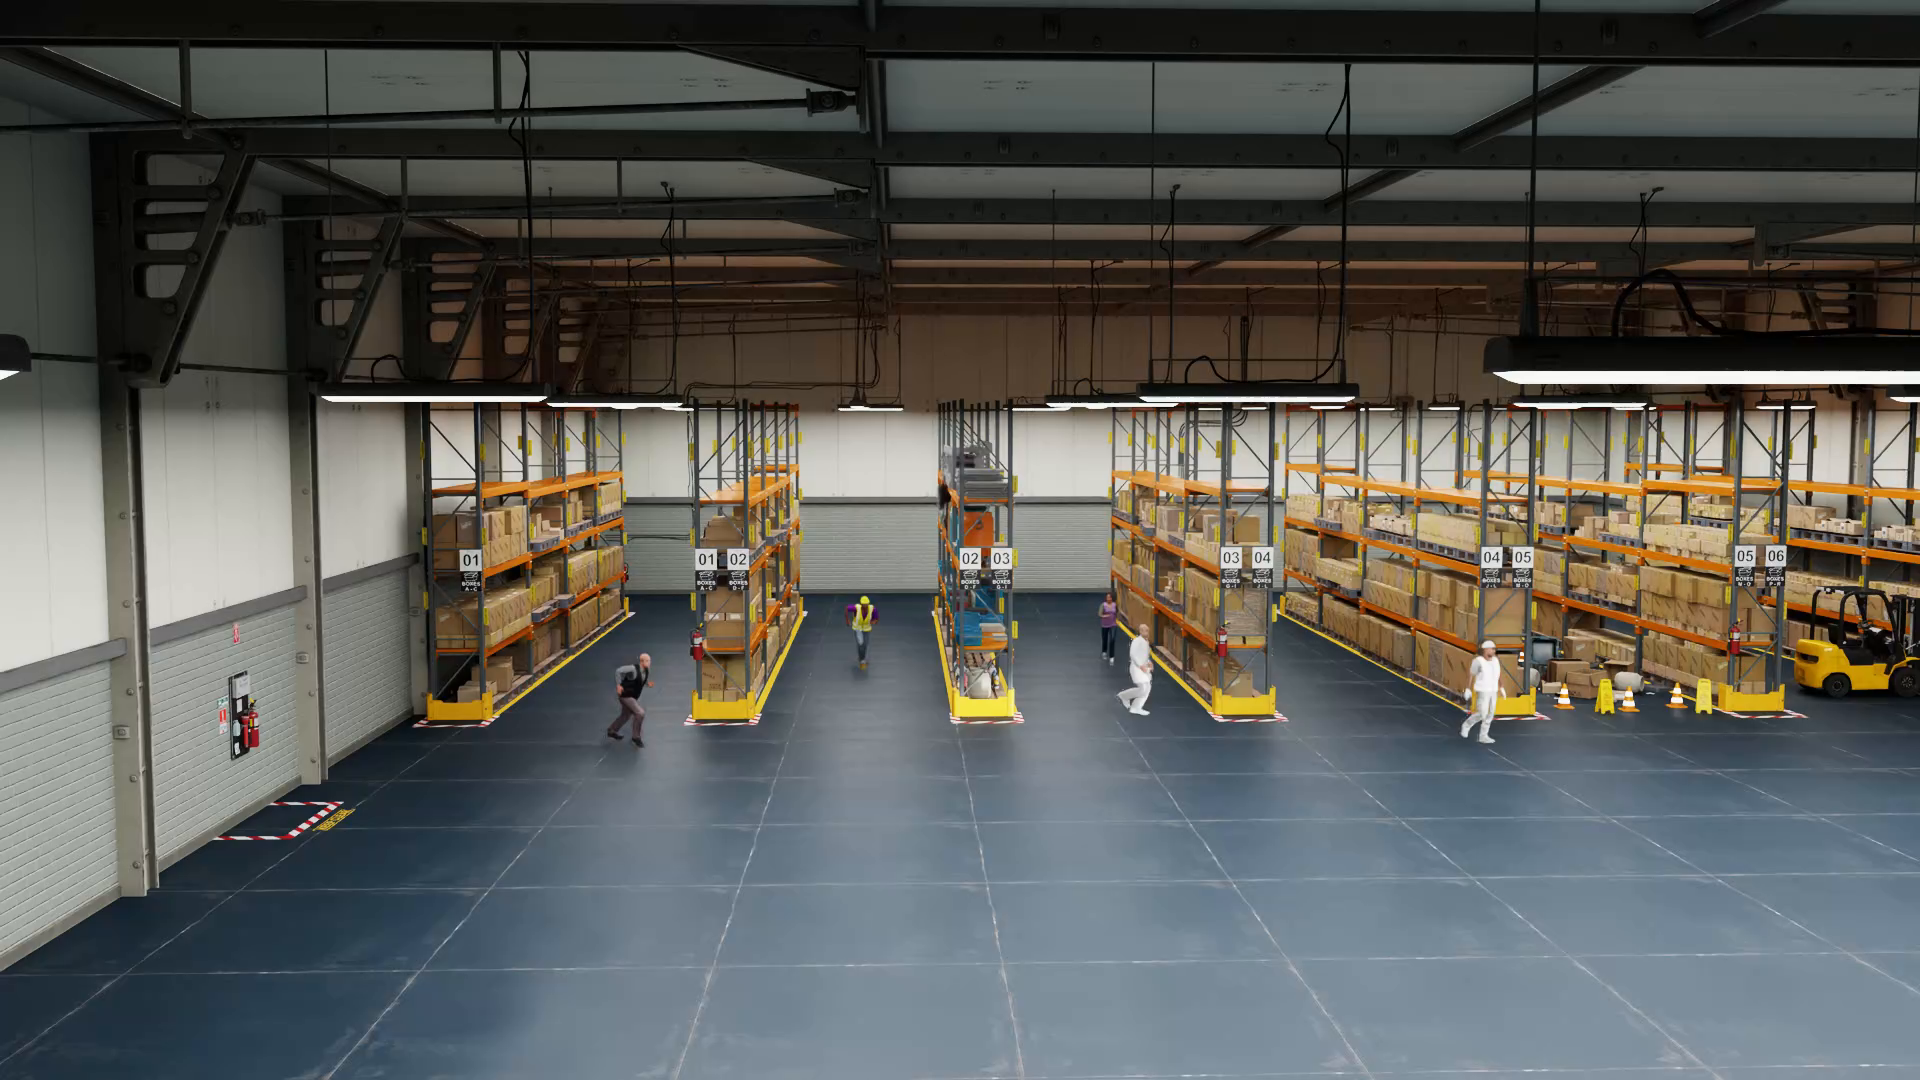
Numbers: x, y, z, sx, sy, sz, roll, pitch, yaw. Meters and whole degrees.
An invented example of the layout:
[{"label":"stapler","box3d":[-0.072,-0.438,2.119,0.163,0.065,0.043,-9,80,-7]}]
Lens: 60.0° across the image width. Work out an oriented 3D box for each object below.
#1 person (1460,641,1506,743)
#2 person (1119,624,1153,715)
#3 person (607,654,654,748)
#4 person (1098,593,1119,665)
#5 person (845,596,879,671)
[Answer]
[{"label":"person","box3d":[9.081,2.632,28.910,0.659,1.773,0.599,-3,5,-31]},{"label":"person","box3d":[3.337,2.460,31.744,0.649,1.728,0.702,2,5,29]},{"label":"person","box3d":[-5.711,2.767,28.644,0.992,1.670,0.698,2,5,26]},{"label":"person","box3d":[3.413,2.008,38.174,0.537,1.625,0.815,0,4,-3]},{"label":"person","box3d":[-2.210,2.082,37.394,0.754,1.717,1.016,-1,4,-11]}]
